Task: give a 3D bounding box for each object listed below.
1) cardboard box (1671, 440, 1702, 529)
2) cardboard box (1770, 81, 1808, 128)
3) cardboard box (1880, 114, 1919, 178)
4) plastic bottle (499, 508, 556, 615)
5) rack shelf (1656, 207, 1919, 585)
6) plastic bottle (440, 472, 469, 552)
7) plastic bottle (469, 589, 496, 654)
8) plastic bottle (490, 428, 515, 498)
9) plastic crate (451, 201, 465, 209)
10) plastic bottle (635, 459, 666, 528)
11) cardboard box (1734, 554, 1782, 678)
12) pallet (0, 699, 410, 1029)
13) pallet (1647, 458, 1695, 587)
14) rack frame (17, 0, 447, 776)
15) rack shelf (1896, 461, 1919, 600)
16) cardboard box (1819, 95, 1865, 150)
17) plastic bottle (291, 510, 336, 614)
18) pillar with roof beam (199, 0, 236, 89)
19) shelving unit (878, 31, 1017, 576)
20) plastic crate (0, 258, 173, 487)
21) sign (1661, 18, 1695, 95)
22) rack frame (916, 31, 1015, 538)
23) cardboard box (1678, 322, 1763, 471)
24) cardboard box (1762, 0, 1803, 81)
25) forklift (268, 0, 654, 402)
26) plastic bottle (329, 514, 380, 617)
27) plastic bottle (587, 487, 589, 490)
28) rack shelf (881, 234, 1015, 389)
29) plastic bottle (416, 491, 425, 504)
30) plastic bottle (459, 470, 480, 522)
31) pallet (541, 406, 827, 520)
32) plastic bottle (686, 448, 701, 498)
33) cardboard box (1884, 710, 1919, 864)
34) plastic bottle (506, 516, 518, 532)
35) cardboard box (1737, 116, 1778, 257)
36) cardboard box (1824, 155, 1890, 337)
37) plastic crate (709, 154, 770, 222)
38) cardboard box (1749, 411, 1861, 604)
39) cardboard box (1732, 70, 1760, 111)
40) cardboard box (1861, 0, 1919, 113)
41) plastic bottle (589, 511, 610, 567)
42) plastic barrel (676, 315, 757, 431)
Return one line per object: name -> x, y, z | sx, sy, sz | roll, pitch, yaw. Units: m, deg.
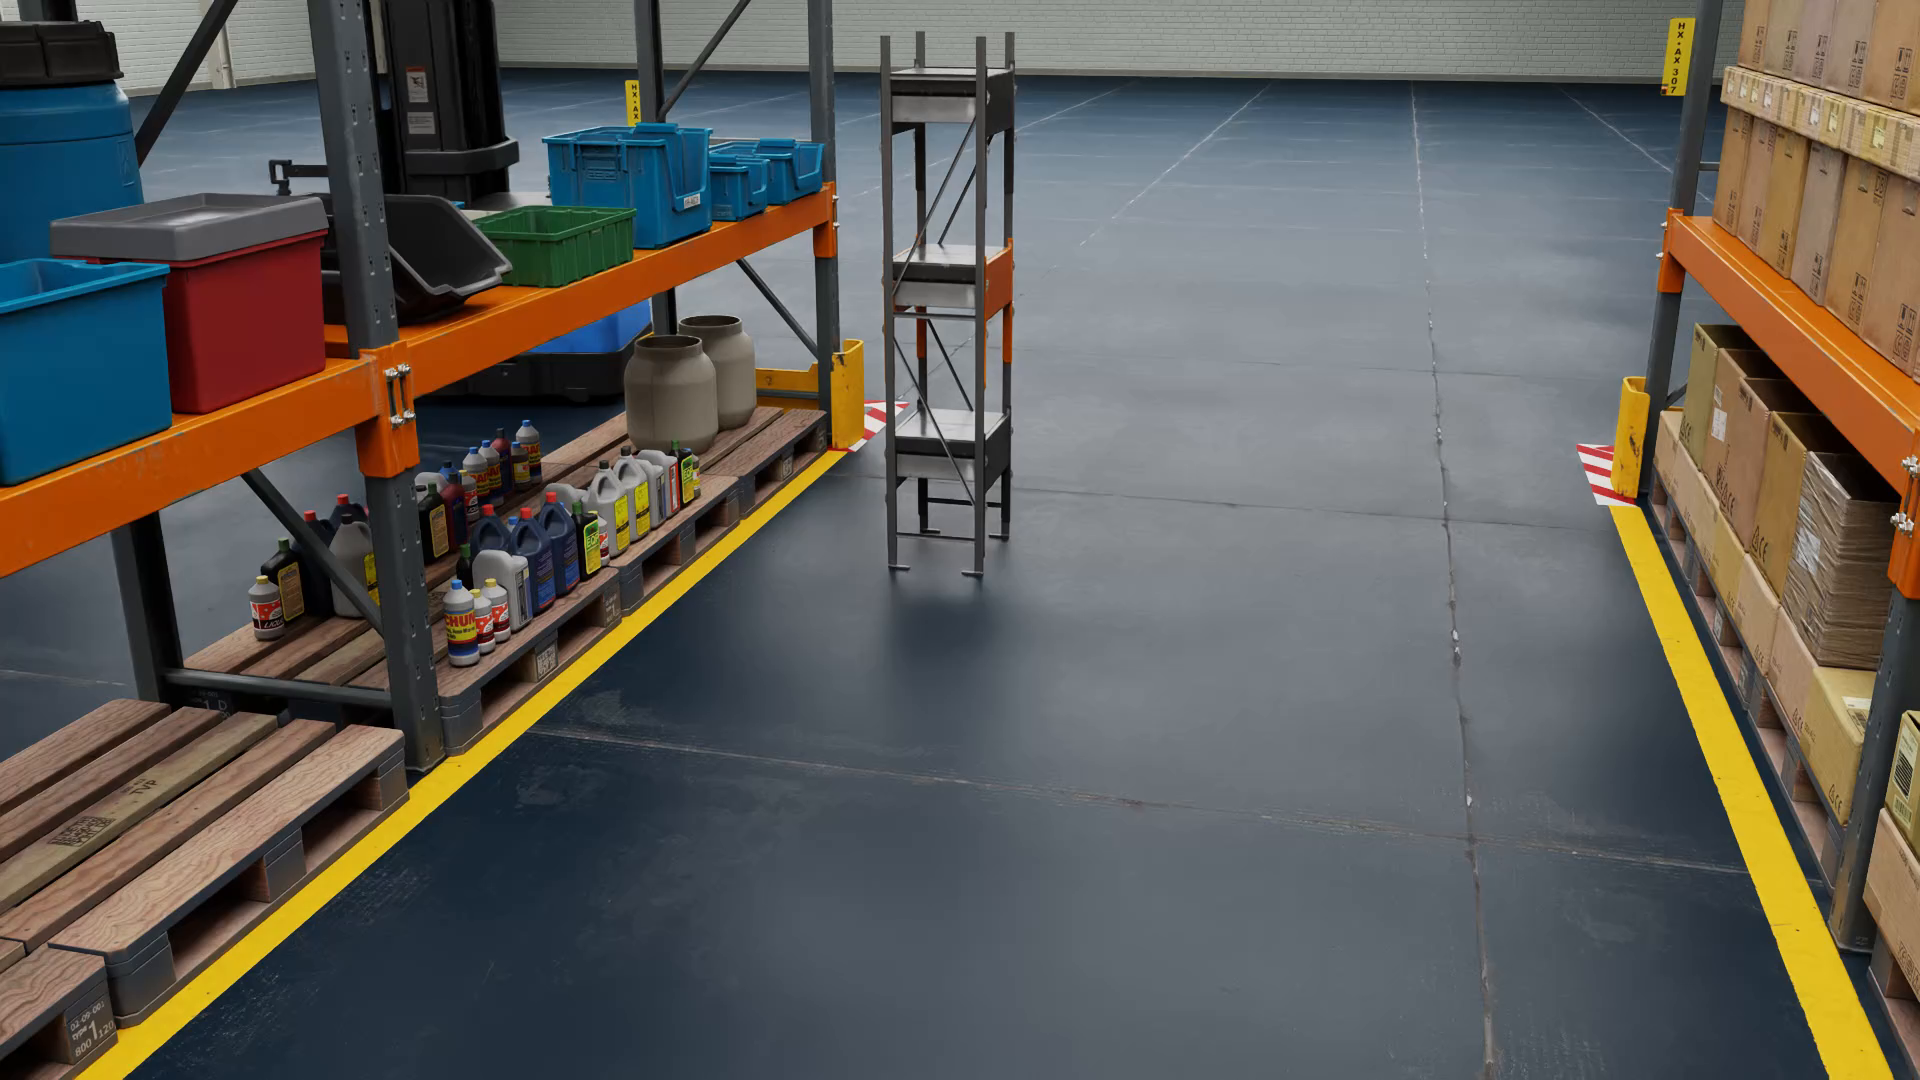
cardboard box -> 3.211, -0.210, 6.765 | 0.500, 0.250, 0.500 | 5, 19, 13
cardboard box -> 3.121, -1.544, 5.910 | 0.380, 0.149, 0.250 | 4, 19, 12
cardboard box -> 2.744, -1.065, 4.505 | 0.380, 0.149, 0.250 | 5, 19, 13
plastic bottle -> -1.504, 0.067, 5.769 | 0.144, 0.351, 0.185 | 5, 20, 15
rack shelf -> 3.187, -0.653, 5.570 | 1.077, 0.370, 4.000 | 5, 19, 13
plastic bottle -> -1.953, -0.110, 6.390 | 0.061, 0.283, 0.133 | 5, 19, 13
plastic bottle -> -1.576, 0.260, 5.433 | 0.097, 0.201, 0.097 | 0, 19, 0
plastic bottle -> -1.945, -0.322, 7.011 | 0.061, 0.283, 0.133 | 5, 19, 14
plastic crate -> -2.097, -1.056, 5.870 | 0.499, 0.251, 0.616 | 5, 19, 13
plastic bottle -> -1.272, -0.201, 6.668 | 0.152, 0.276, 0.135 | 4, 19, 12
cardboard box -> 2.840, 0.260, 5.390 | 0.500, 0.250, 0.500 | 5, 19, 13
pallet -> -2.258, 0.810, 4.489 | 1.003, 0.211, 1.213 | 5, 19, 13
pallet -> 3.530, -0.057, 7.029 | 1.003, 0.211, 1.213 | 5, 19, 13
rack frame -> -2.104, -0.758, 4.767 | 1.000, 3.000, 0.127 | 5, 19, 13
rack shelf -> 2.210, 0.601, 1.900 | 1.077, 0.370, 4.000 | 5, 19, 13
cardboard box -> 2.931, -1.304, 5.206 | 0.380, 0.149, 0.250 | 5, 20, 15
plastic bottle -> -2.226, 0.062, 5.782 | 0.144, 0.351, 0.185 | 4, 19, 12
pillar with roof beam -> -11.359, -13.451, 32.647 | 9.100, 9.000, 0.400 | 5, 19, 13
shelving unit -> -0.040, -0.942, 6.696 | 0.431, 2.100, 0.503 | 5, 19, 13
plastic crate -> -2.072, -0.381, 3.686 | 0.392, 0.384, 0.575 | 5, 19, 13
sign -> 3.139, -2.113, 7.270 | 0.100, 0.325, 0.005 | 5, 19, 13
rack frame -> 0.019, -1.018, 6.920 | 0.400, 2.100, 0.015 | 5, 19, 13
cardboard box -> 3.209, -0.565, 6.645 | 0.500, 0.500, 0.500 | 5, 19, 13
cardboard box -> 3.413, -1.954, 6.106 | 0.700, 0.500, 0.500 | 4, 19, 12
forklift -> -3.402, -2.316, 9.434 | 3.031, 2.935, 1.130 | 1, 19, 2
plastic bottle -> -2.086, 0.074, 5.749 | 0.144, 0.351, 0.185 | 5, 19, 13
plastic bottle -> -1.436, -0.109, 6.515 | 0.097, 0.201, 0.097 | 0, 19, 0
rack shelf -> -0.040, -0.929, 6.701 | 0.431, 0.518, 0.480 | 5, 19, 13
plastic bottle -> -2.100, -0.099, 6.255 | 0.144, 0.351, 0.185 | 5, 19, 13
plastic bottle -> -2.004, -0.183, 6.730 | 0.097, 0.201, 0.097 | 0, 19, 0
pallet -> -1.303, -0.411, 8.064 | 1.003, 0.211, 1.213 | 5, 19, 13
plastic bottle -> -1.150, -0.286, 7.033 | 0.097, 0.201, 0.097 | 0, 19, 0
cardboard box -> 2.356, 0.581, 3.583 | 0.500, 0.311, 0.500 | 5, 19, 14
plastic bottle -> -1.586, 0.049, 5.943 | 0.097, 0.271, 0.097 | 0, 19, 0
cardboard box -> 3.426, -1.357, 6.365 | 0.700, 0.500, 0.500 | 5, 20, 15
cardboard box -> 3.050, -0.876, 4.956 | 0.700, 0.500, 0.500 | 5, 19, 14
plastic crate -> -1.123, -1.558, 7.339 | 0.499, 0.251, 0.408 | 5, 19, 13
cardboard box -> 2.852, -0.094, 5.266 | 0.500, 0.500, 0.500 | 5, 19, 13
cardboard box -> 3.309, -1.785, 6.615 | 0.380, 0.149, 0.250 | 4, 19, 12
cardboard box -> 3.046, -1.482, 4.725 | 0.700, 0.500, 0.500 | 5, 19, 13
plastic bottle -> -1.366, -0.009, 6.221 | 0.097, 0.201, 0.097 | 0, 19, 0
plastic barrel -> -1.213, -0.821, 8.151 | 0.421, 0.512, 0.421 | 0, 19, 0
